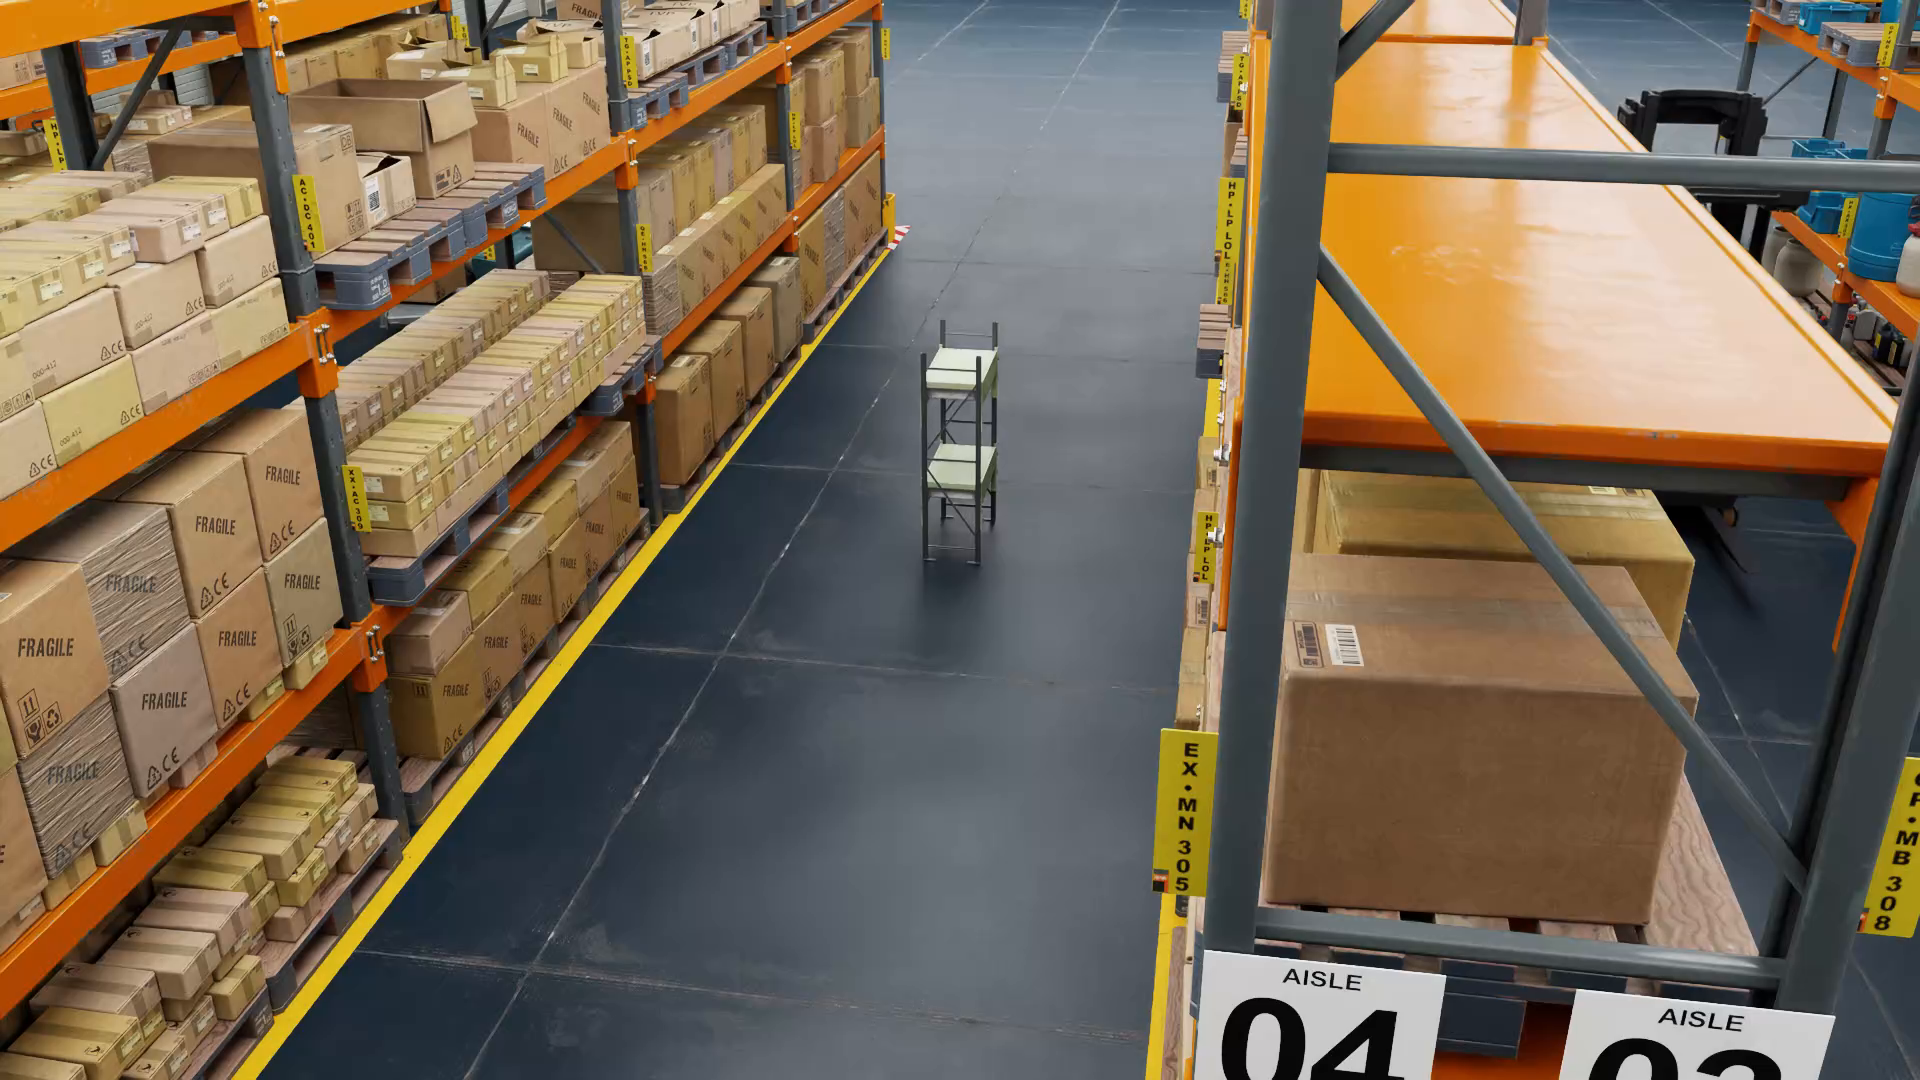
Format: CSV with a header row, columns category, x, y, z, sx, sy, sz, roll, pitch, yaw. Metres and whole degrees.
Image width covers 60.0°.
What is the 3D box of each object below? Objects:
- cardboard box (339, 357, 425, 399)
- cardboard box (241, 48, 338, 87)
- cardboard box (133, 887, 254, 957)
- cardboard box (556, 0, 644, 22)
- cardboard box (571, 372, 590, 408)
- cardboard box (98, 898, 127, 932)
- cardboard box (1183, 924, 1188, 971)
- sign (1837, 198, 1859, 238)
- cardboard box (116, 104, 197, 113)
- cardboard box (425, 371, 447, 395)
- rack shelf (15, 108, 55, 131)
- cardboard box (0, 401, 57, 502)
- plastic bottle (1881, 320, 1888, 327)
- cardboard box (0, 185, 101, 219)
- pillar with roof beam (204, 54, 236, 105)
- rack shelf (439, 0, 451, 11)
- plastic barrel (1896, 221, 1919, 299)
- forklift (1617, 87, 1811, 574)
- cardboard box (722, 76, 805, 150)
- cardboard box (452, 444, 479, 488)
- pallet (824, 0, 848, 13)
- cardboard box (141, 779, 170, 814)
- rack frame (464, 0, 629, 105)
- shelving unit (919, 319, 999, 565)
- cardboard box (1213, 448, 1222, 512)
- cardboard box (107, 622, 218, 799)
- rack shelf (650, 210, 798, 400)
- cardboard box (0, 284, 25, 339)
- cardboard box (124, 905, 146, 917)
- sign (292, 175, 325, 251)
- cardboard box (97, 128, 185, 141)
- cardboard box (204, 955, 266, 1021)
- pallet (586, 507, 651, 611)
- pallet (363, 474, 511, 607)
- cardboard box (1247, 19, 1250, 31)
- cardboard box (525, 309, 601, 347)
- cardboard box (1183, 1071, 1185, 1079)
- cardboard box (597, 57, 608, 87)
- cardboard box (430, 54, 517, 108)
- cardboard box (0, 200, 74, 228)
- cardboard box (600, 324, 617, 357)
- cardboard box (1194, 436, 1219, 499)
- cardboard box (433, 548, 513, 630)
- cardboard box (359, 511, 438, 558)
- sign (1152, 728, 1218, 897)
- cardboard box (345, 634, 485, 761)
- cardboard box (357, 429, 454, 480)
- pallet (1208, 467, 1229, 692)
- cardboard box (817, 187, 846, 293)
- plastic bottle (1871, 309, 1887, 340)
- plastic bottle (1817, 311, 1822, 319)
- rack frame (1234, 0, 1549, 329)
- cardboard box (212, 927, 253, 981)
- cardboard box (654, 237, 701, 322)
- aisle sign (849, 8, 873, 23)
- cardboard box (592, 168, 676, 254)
category,x,y,z,sx,sy,sz,roll,pitch,yaw
cardboard box,-3.224,-0.904,9.286,0.380,0.149,0.250,3,25,6
cardboard box,-6.513,-4.492,16.205,0.700,0.500,0.500,4,25,9
cardboard box,-3.221,1.604,6.995,0.380,0.149,0.250,3,25,6
cardboard box,-2.650,-3.890,12.298,0.500,0.500,0.500,4,25,9
cardboard box,-2.455,-0.915,10.011,0.380,0.149,0.250,3,25,6
cardboard box,-3.810,1.561,7.086,0.380,0.149,0.250,5,25,10
cardboard box,0.936,1.421,5.517,0.380,0.149,0.250,3,25,7
sign,7.218,-2.616,13.519,0.100,0.325,0.005,4,25,9
cardboard box,-7.263,-3.672,15.137,0.500,0.500,0.500,5,25,10
cardboard box,-3.184,-0.876,9.577,0.380,0.149,0.250,5,26,10
rack shelf,-11.475,-4.331,18.358,1.077,0.370,4.000,4,25,9
cardboard box,-3.383,-0.271,5.473,0.500,0.250,0.500,4,25,8
plastic bottle,8.319,-1.864,14.937,0.097,0.271,0.097,0,25,0
cardboard box,-3.675,-1.313,6.639,0.380,0.149,0.250,3,25,6
pillar with roof beam,-6.923,-10.193,22.955,9.100,9.000,0.400,4,25,9
rack shelf,-6.577,-5.347,16.990,1.077,0.370,4.000,4,25,9
plastic barrel,7.387,-2.125,12.636,0.433,0.535,0.433,0,25,0
forklift,5.047,-1.563,11.677,1.130,2.935,3.031,3,25,7
cardboard box,-1.910,-3.886,15.108,0.875,0.550,0.550,4,25,9
cardboard box,-2.711,-0.392,8.544,0.380,0.149,0.250,5,25,10
pallet,-1.658,-5.346,16.244,1.003,0.211,1.213,4,25,9
cardboard box,-3.340,0.965,6.490,0.380,0.149,0.250,4,25,8
rack frame,-2.658,-4.222,10.198,1.000,3.000,0.127,4,25,9
shelving unit,0.001,-0.682,11.482,0.431,1.500,0.755,4,25,9
cardboard box,1.539,-0.131,8.418,0.500,0.500,0.500,4,25,8
cardboard box,-3.280,0.635,6.430,0.500,0.500,0.500,4,25,8
rack shelf,-2.331,-2.015,13.410,1.077,0.370,4.000,4,25,9
cardboard box,-3.300,-0.729,5.393,0.380,0.149,0.250,4,25,8
cardboard box,-3.690,1.593,7.369,0.380,0.149,0.250,3,25,6
sign,-2.775,-1.390,7.077,0.100,0.325,0.005,4,25,9
cardboard box,-6.923,-3.216,14.163,0.500,0.500,0.500,5,26,10
cardboard box,-3.208,1.890,7.086,0.380,0.149,0.250,4,25,8
pallet,-2.787,0.085,11.363,1.003,0.211,1.213,4,25,9
pallet,-3.043,-0.054,8.598,1.003,0.211,1.213,4,25,9
cardboard box,2.690,-4.291,14.062,0.500,0.250,0.500,5,26,10
cardboard box,-2.411,-1.287,10.105,0.380,0.149,0.250,5,26,10
cardboard box,0.732,1.599,3.782,0.500,0.500,0.500,4,25,9
cardboard box,-2.445,-3.113,11.052,0.380,0.149,0.250,3,25,6
cardboard box,-2.657,-2.528,9.099,0.396,0.266,0.258,4,25,9
cardboard box,-3.660,-1.204,6.407,0.380,0.149,0.250,4,25,8
cardboard box,-2.371,-1.256,10.388,0.380,0.149,0.250,5,25,10
cardboard box,2.086,-0.059,10.394,1.225,0.875,0.875,3,25,6
cardboard box,-2.845,0.257,9.275,0.500,0.250,0.500,5,25,10
cardboard box,-2.793,-0.041,8.144,0.380,0.149,0.250,3,25,6
sign,0.379,0.460,2.784,0.100,0.325,0.005,4,25,9
cardboard box,-2.929,0.820,8.958,0.500,0.500,0.500,5,26,11
cardboard box,-2.754,-0.427,8.268,0.380,0.149,0.250,5,25,10
pallet,1.220,0.086,4.638,1.003,0.211,1.213,4,25,9
cardboard box,-1.688,-3.041,16.763,0.875,0.875,0.875,4,25,9
plastic bottle,8.401,-2.014,15.163,0.144,0.351,0.185,4,25,8
plastic bottle,7.770,-1.926,15.055,0.061,0.283,0.133,4,25,9
rack frame,1.566,-2.163,5.800,1.000,3.000,0.127,4,25,9
cardboard box,-3.268,1.722,7.094,0.380,0.149,0.250,5,25,10
cardboard box,-2.238,-1.932,12.265,0.500,0.500,0.500,4,25,8
aisle sign,-1.043,-6.037,18.086,0.394,0.787,0.004,4,25,9
cardboard box,-2.493,-2.401,12.089,0.700,0.500,0.500,4,25,8
